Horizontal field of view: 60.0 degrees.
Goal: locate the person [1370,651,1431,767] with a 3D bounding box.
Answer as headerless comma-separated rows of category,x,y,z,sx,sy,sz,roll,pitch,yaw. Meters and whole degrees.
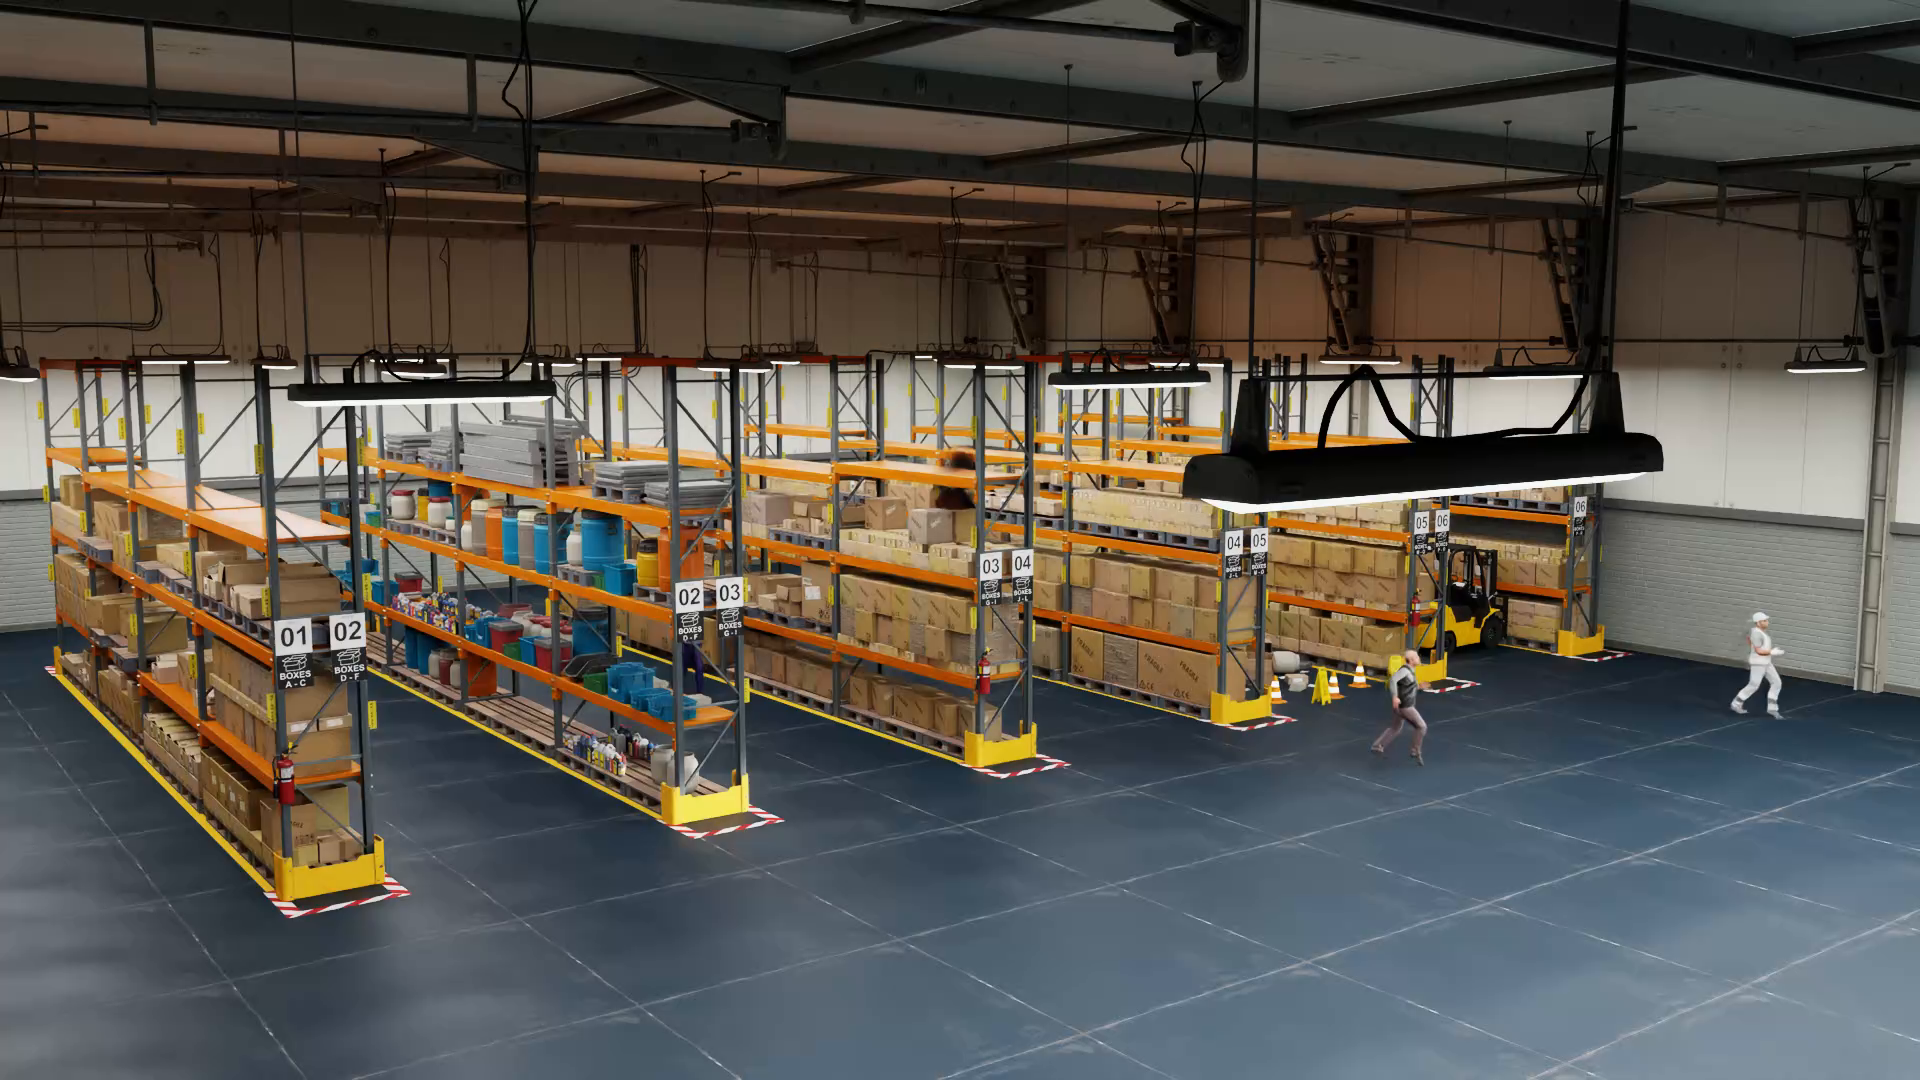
person,6.580,2.518,24.805,0.852,1.759,0.679,1,7,12

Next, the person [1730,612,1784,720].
person,13.434,2.104,27.932,0.818,1.806,0.667,5,9,38

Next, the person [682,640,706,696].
person,-4.811,1.941,29.505,0.607,1.592,0.835,-5,8,-35
